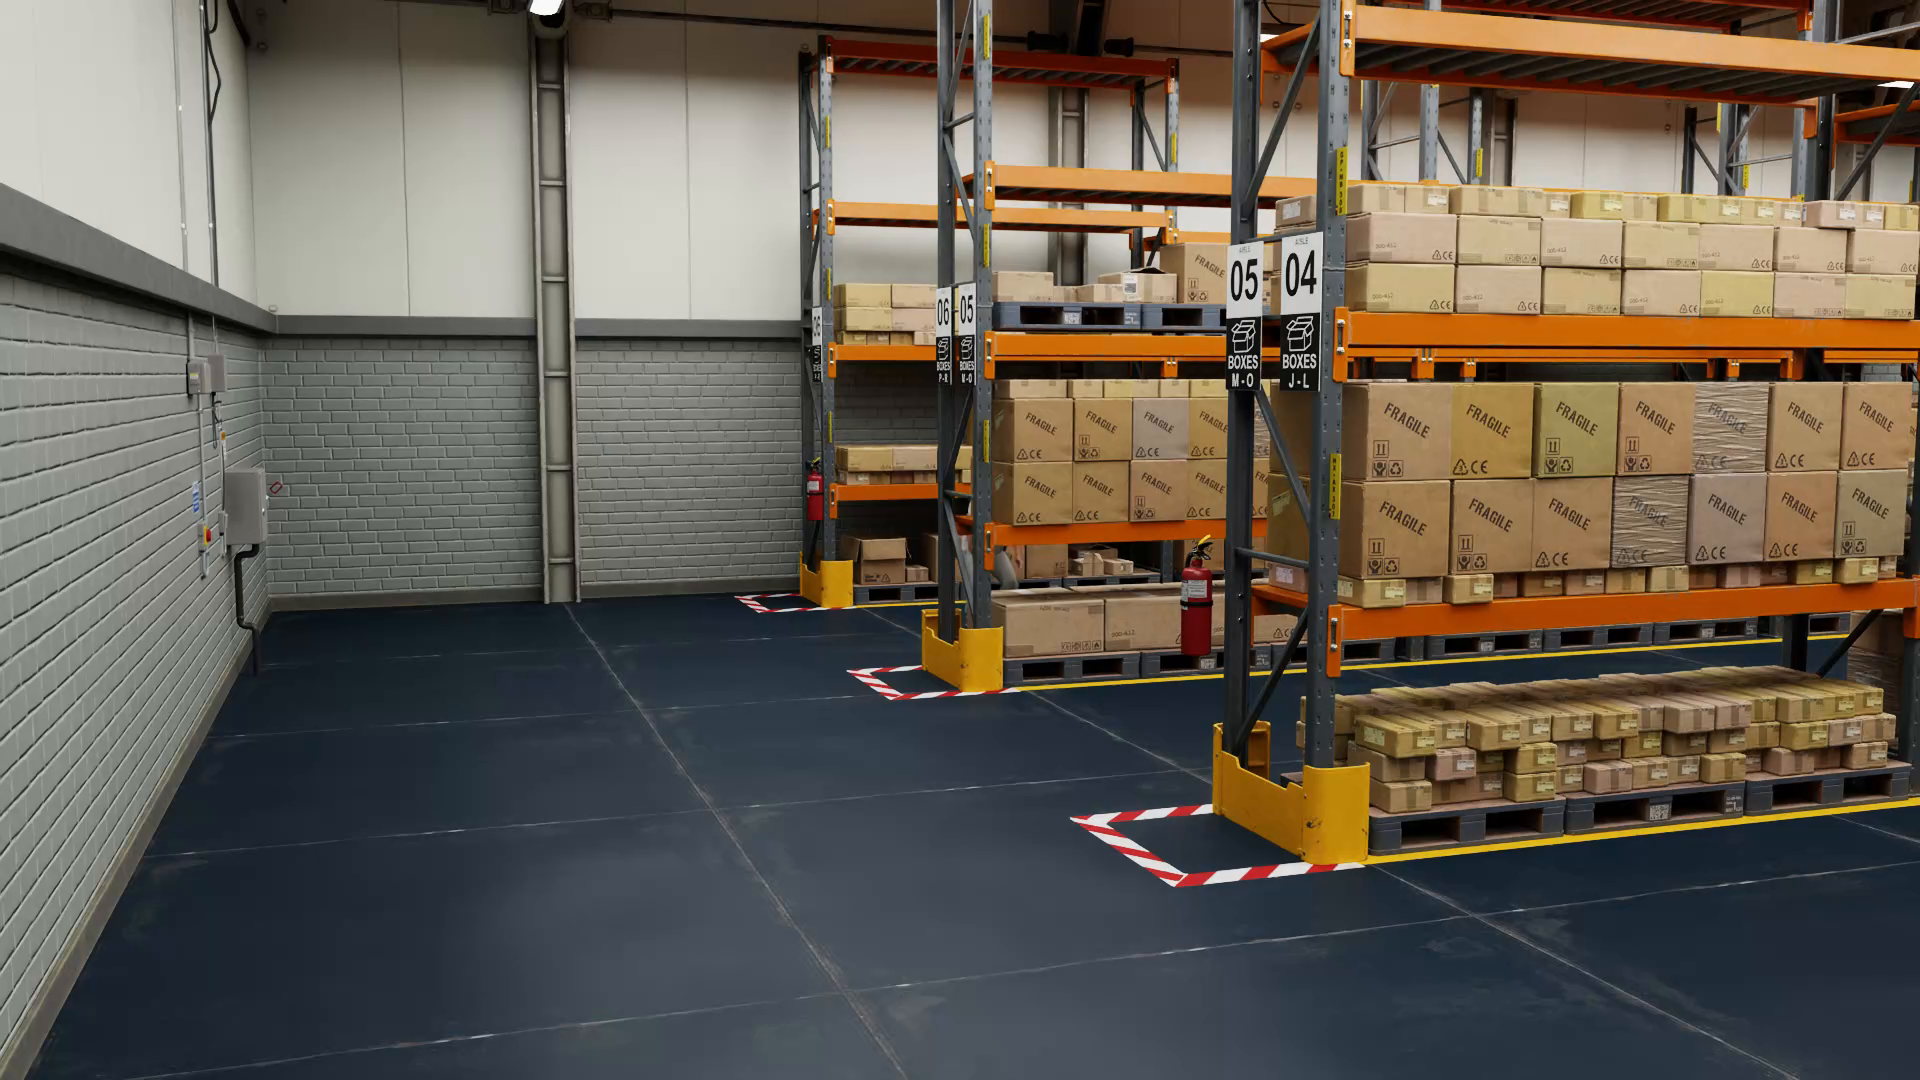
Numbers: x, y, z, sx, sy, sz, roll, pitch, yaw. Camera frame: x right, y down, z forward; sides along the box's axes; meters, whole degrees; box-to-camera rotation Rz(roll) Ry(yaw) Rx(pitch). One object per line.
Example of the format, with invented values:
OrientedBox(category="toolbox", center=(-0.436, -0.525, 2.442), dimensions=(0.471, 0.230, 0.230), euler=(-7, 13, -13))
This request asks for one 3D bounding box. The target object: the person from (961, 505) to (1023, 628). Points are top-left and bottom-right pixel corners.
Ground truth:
OrientedBox(category="person", center=(0.322, 0.137, 16.255), dimensions=(0.588, 1.496, 0.750), euler=(-2, 6, -18))
